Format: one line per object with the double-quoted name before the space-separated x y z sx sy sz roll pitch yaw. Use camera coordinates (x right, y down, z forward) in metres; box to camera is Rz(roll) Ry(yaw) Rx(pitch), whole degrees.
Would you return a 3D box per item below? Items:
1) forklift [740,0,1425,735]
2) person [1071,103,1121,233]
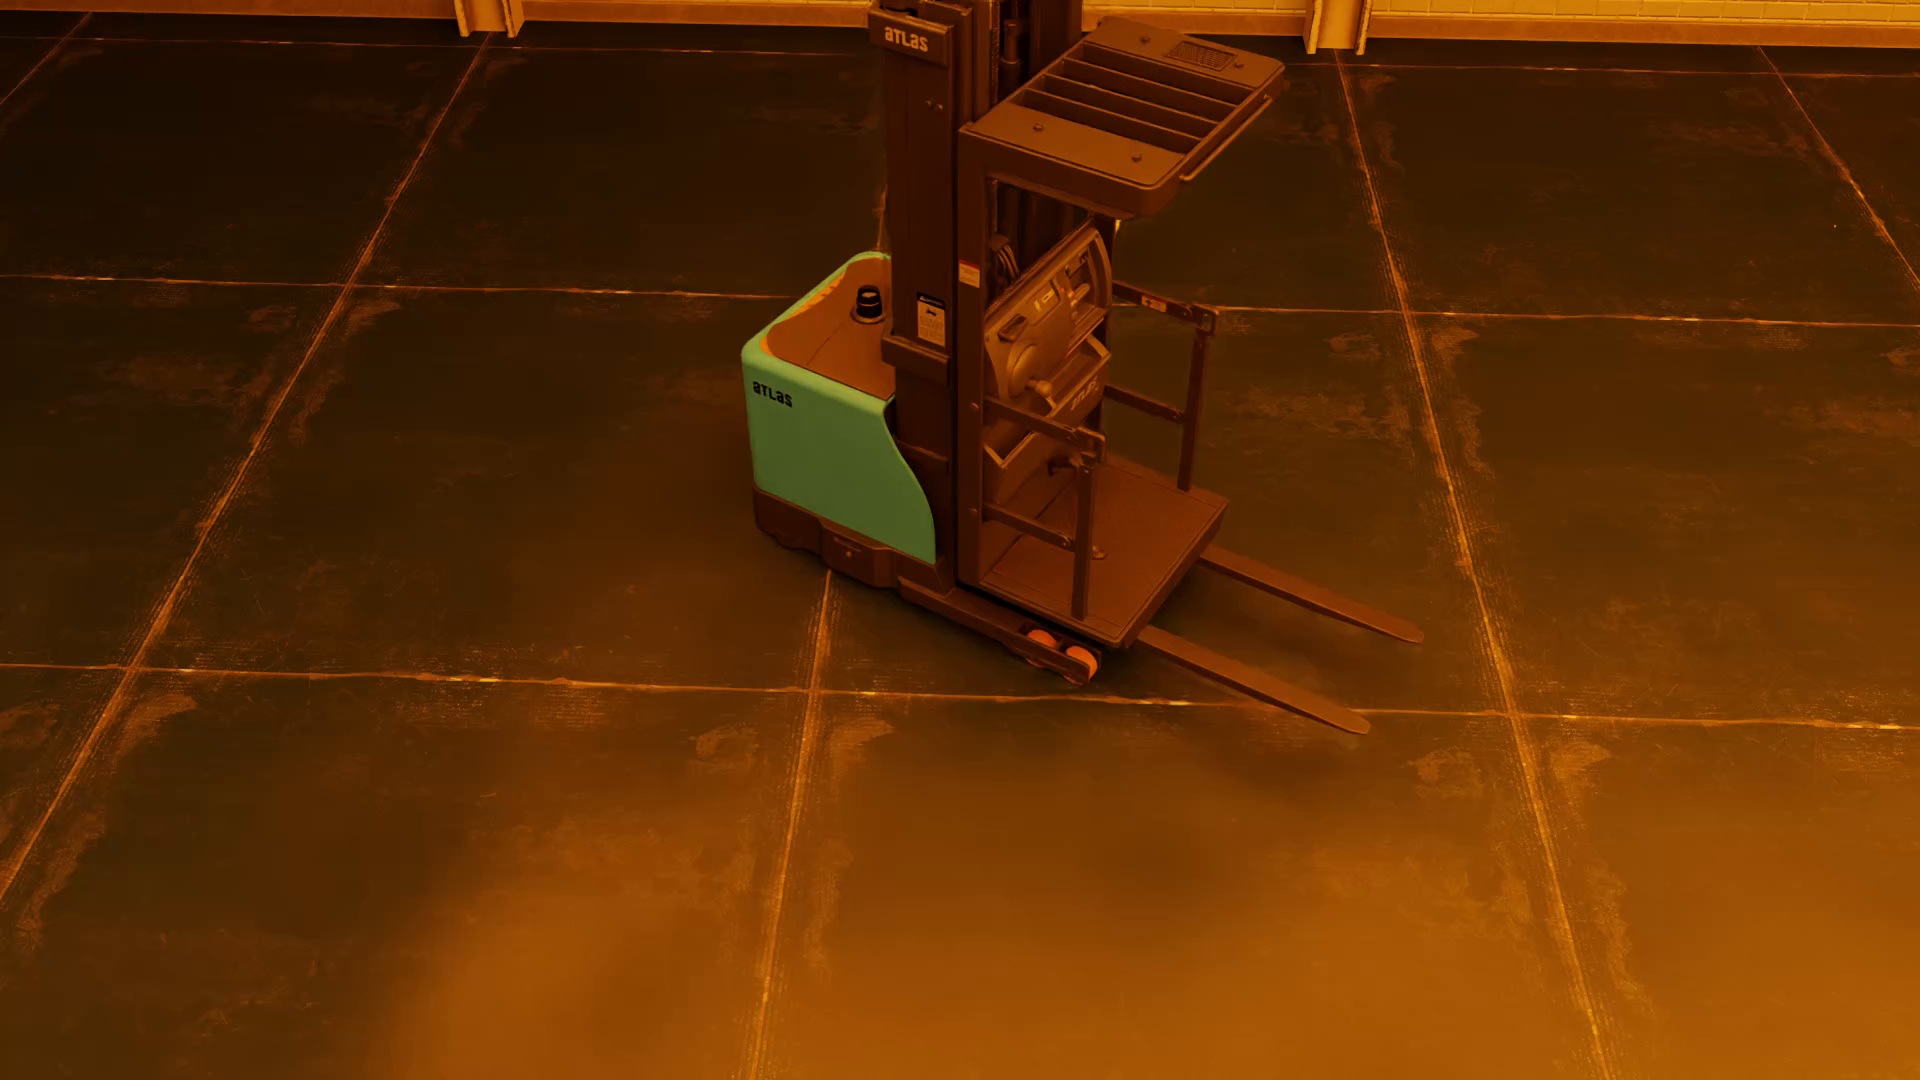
"forklift" 0.541 -0.867 6.692 3.031 2.935 1.130 23 47 23
"person" 0.517 -2.191 9.090 0.705 1.610 1.002 -2 42 -2
